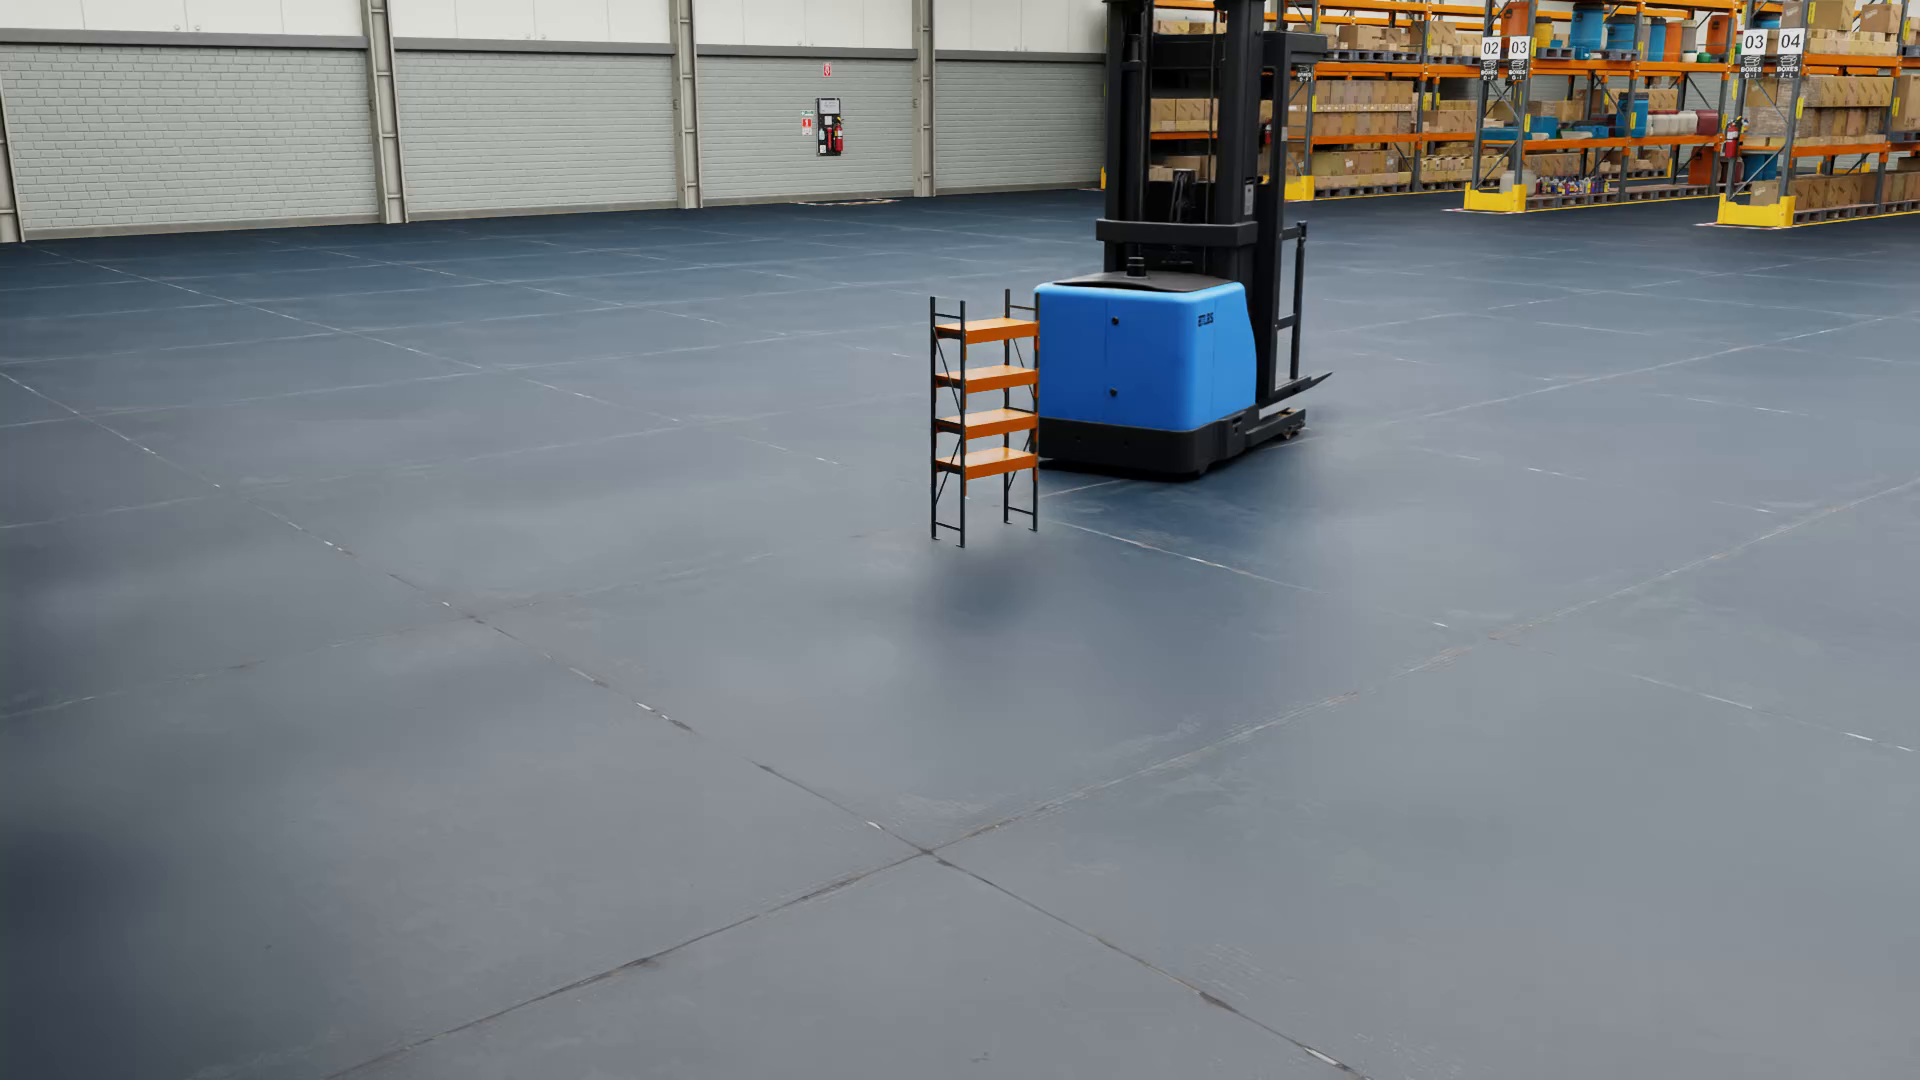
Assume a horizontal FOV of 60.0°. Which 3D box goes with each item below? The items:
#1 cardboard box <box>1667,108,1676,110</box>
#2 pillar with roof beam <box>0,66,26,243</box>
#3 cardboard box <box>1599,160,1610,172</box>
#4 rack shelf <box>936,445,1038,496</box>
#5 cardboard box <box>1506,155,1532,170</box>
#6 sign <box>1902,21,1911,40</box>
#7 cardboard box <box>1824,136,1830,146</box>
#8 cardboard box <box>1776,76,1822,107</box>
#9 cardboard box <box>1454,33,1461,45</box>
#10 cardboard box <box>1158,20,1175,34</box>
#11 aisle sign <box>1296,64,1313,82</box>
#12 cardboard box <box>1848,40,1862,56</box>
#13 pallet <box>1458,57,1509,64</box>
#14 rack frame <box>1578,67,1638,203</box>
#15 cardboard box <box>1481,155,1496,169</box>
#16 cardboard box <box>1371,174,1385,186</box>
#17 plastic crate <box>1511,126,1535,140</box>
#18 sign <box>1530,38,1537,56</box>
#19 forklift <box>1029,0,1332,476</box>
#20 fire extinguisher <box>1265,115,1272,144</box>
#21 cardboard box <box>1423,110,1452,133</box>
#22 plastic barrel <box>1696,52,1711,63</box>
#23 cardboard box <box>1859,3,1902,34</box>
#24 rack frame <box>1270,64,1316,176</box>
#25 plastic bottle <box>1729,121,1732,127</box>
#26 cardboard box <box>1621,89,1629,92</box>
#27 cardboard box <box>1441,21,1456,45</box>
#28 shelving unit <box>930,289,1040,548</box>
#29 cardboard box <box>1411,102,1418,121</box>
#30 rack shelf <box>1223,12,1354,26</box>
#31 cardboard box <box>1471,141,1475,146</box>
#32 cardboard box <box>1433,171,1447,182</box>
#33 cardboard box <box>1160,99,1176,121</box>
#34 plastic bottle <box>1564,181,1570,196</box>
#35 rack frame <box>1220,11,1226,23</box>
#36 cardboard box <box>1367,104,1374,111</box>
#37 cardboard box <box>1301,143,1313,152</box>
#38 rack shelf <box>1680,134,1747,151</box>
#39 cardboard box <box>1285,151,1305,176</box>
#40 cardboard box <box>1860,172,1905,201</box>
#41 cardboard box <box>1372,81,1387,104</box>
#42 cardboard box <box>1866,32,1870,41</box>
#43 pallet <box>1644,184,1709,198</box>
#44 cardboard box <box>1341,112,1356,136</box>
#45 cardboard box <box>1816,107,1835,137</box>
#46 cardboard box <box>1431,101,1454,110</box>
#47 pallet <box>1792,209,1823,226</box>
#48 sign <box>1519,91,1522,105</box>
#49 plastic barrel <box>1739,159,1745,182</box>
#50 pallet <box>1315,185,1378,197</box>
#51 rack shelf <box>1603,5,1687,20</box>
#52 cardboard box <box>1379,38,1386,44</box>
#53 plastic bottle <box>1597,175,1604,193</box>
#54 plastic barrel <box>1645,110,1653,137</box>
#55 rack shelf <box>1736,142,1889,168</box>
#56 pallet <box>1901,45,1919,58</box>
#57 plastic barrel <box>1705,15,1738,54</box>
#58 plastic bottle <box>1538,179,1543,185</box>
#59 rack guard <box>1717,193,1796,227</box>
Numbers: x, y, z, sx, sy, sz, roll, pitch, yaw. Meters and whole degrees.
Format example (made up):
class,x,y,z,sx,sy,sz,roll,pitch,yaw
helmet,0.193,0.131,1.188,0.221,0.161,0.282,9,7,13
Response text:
class,x,y,z,sx,sy,sz,roll,pitch,yaw
cardboard box,18.947,-11.395,44.905,0.500,0.500,0.500,-12,19,-38
pillar with roof beam,-11.537,-8.011,20.803,0.400,9.000,9.100,-13,19,-39
cardboard box,16.548,-9.741,43.262,0.500,0.311,0.500,-13,19,-39
rack shelf,0.125,-0.351,8.269,0.480,0.148,0.258,-13,19,-39
cardboard box,13.603,-9.147,40.673,0.500,0.500,0.500,-12,19,-37
sign,16.916,-9.108,29.723,0.005,0.325,0.100,-13,19,-39
cardboard box,14.847,-6.930,28.868,0.250,0.149,0.380,-13,19,-39
cardboard box,14.130,-7.551,28.001,0.500,0.500,0.500,-13,19,-39
cardboard box,13.556,-13.818,46.188,0.500,0.500,0.500,-13,20,-40
cardboard box,4.644,-11.813,38.678,0.500,0.500,0.500,-13,20,-40
aisle sign,7.188,-9.951,34.653,0.004,0.787,0.394,-13,19,-39
cardboard box,15.220,-8.505,28.757,0.500,0.250,0.500,-12,19,-38
pallet,12.618,-11.346,39.468,1.003,0.211,1.213,-12,19,-37
rack frame,13.303,-8.478,34.177,0.127,3.000,1.000,-13,19,-39
cardboard box,12.450,-9.040,39.709,0.500,0.311,0.500,-13,20,-40
cardboard box,9.096,-8.026,36.999,0.500,0.250,0.500,-13,19,-39
plastic crate,10.960,-7.981,32.603,0.408,0.251,0.499,-13,19,-39
sign,10.643,-9.146,30.849,0.005,0.325,0.100,-13,19,-39
forklift,1.598,-2.116,10.491,1.130,2.935,3.031,9,17,30
fire extinguisher,6.642,-8.798,35.527,0.183,0.674,0.296,-13,19,-39
cardboard box,11.041,-9.708,38.586,0.500,0.500,0.500,-11,18,-35
plastic barrel,16.168,-10.478,36.153,0.294,0.245,0.294,0,15,0
cardboard box,16.382,-9.271,29.593,0.500,0.500,0.500,-13,20,-41
rack frame,7.036,-8.765,35.253,0.127,3.000,1.000,-13,19,-39
plastic bottle,17.137,-9.157,36.943,0.133,0.283,0.061,-13,19,-39
cardboard box,17.018,-11.442,43.143,0.500,0.500,0.500,-13,20,-41
cardboard box,10.960,-11.583,38.012,0.500,0.500,0.500,-10,18,-34
shelving unit,0.125,-0.608,8.200,0.503,1.200,0.258,-13,19,-39
cardboard box,12.273,-11.748,45.610,0.500,0.500,0.500,-12,19,-39
rack shelf,8.308,-13.103,42.036,4.000,0.370,1.077,-13,19,-39
cardboard box,14.782,-11.542,48.421,0.250,0.149,0.380,-12,19,-39
cardboard box,10.907,-8.424,38.489,0.500,0.250,0.500,-12,19,-38
cardboard box,4.719,-10.133,39.171,0.500,0.500,0.500,-13,19,-39
plastic bottle,12.040,-6.982,32.987,0.133,0.283,0.061,-12,19,-38
rack frame,6.799,-13.305,40.624,0.127,3.000,1.000,-13,19,-39
cardboard box,8.832,-9.457,36.390,0.250,0.149,0.380,-12,19,-38
cardboard box,8.837,-10.235,43.293,0.500,0.250,0.500,-12,19,-38
rack shelf,17.829,-9.147,38.075,4.000,0.370,1.077,-13,19,-39
cardboard box,7.246,-8.151,36.014,0.500,0.500,0.500,-13,19,-39
cardboard box,17.404,-6.696,31.496,0.500,0.500,0.700,-13,20,-40
cardboard box,8.965,-9.871,36.685,0.500,0.500,0.700,-13,20,-39
cardboard box,15.670,-8.804,29.103,0.250,0.149,0.380,-12,19,-37
pallet,15.710,-7.685,36.611,1.213,0.211,1.003,-13,19,-39
cardboard box,8.168,-9.063,36.174,0.500,0.500,0.700,-12,19,-39
cardboard box,14.673,-7.300,28.998,0.500,0.500,0.875,-13,19,-39
cardboard box,13.254,-11.996,46.765,0.700,0.700,0.980,-12,19,-39
pallet,14.230,-5.633,28.928,1.213,0.211,1.003,-13,19,-39
sign,13.438,-10.573,39.775,0.005,0.325,0.100,-13,19,-39
plastic barrel,17.897,-8.547,38.443,0.421,0.512,0.421,0,15,0
pallet,8.506,-7.762,36.898,1.213,0.211,1.003,-13,19,-39
rack shelf,17.598,-13.686,43.451,4.000,0.370,1.077,-13,19,-39
cardboard box,9.094,-10.994,36.872,0.500,0.311,0.500,-14,20,-42
plastic bottle,13.006,-7.246,33.844,0.185,0.351,0.144,-13,20,-41
plastic barrel,14.168,-8.663,34.607,0.433,0.535,0.433,0,15,0
rack shelf,15.045,-6.827,29.392,4.000,0.370,1.077,-13,19,-39
pallet,17.090,-8.956,30.518,1.003,0.211,1.213,-13,19,-39
plastic barrel,16.750,-11.111,36.575,0.708,0.830,0.600,-13,19,-39
plastic bottle,11.696,-7.154,33.647,0.135,0.276,0.152,-13,20,-41
rack guard,13.594,-5.641,28.401,0.348,0.500,1.175,-13,19,-39
